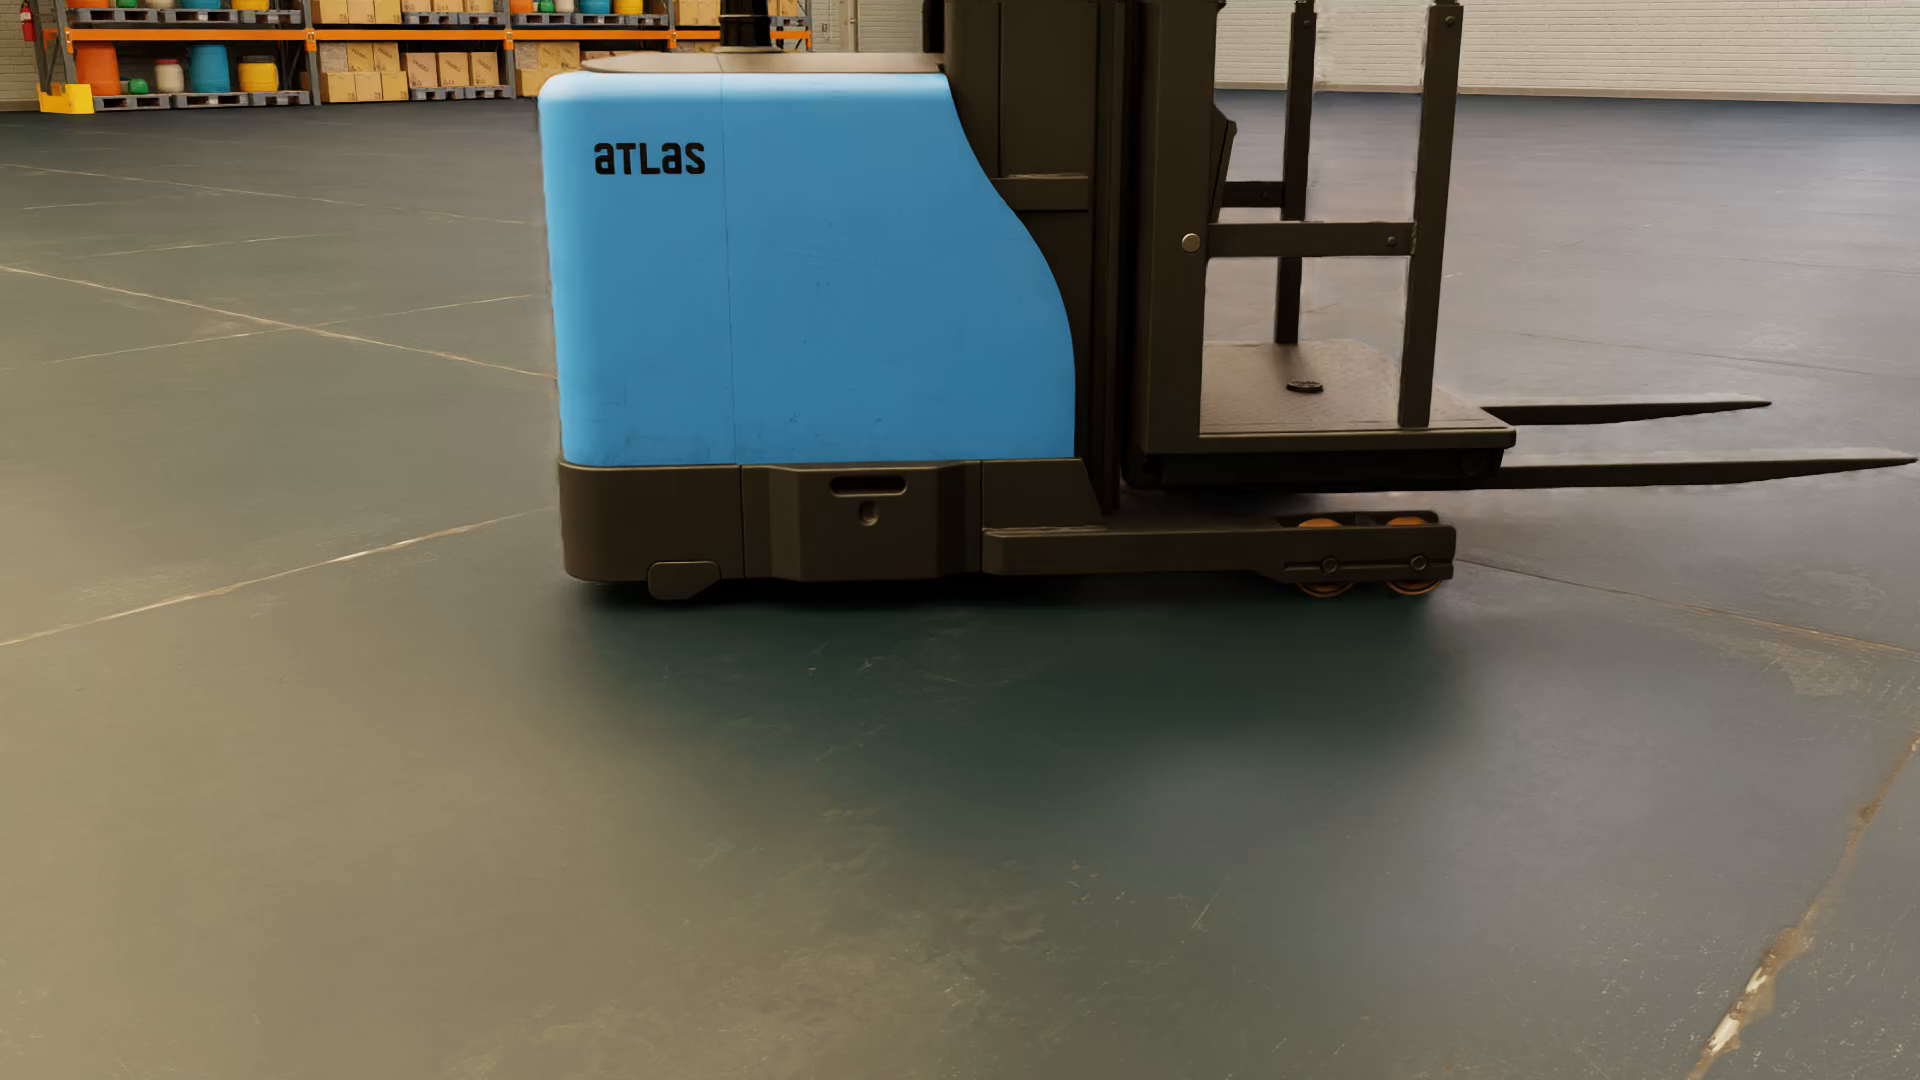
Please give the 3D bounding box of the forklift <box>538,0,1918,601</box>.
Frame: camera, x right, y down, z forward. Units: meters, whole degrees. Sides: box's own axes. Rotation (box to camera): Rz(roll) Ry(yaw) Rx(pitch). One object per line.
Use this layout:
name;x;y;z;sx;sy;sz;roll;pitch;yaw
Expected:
forklift;0.644;-1.433;3.615;3.031;2.935;1.130;-1;17;-5
